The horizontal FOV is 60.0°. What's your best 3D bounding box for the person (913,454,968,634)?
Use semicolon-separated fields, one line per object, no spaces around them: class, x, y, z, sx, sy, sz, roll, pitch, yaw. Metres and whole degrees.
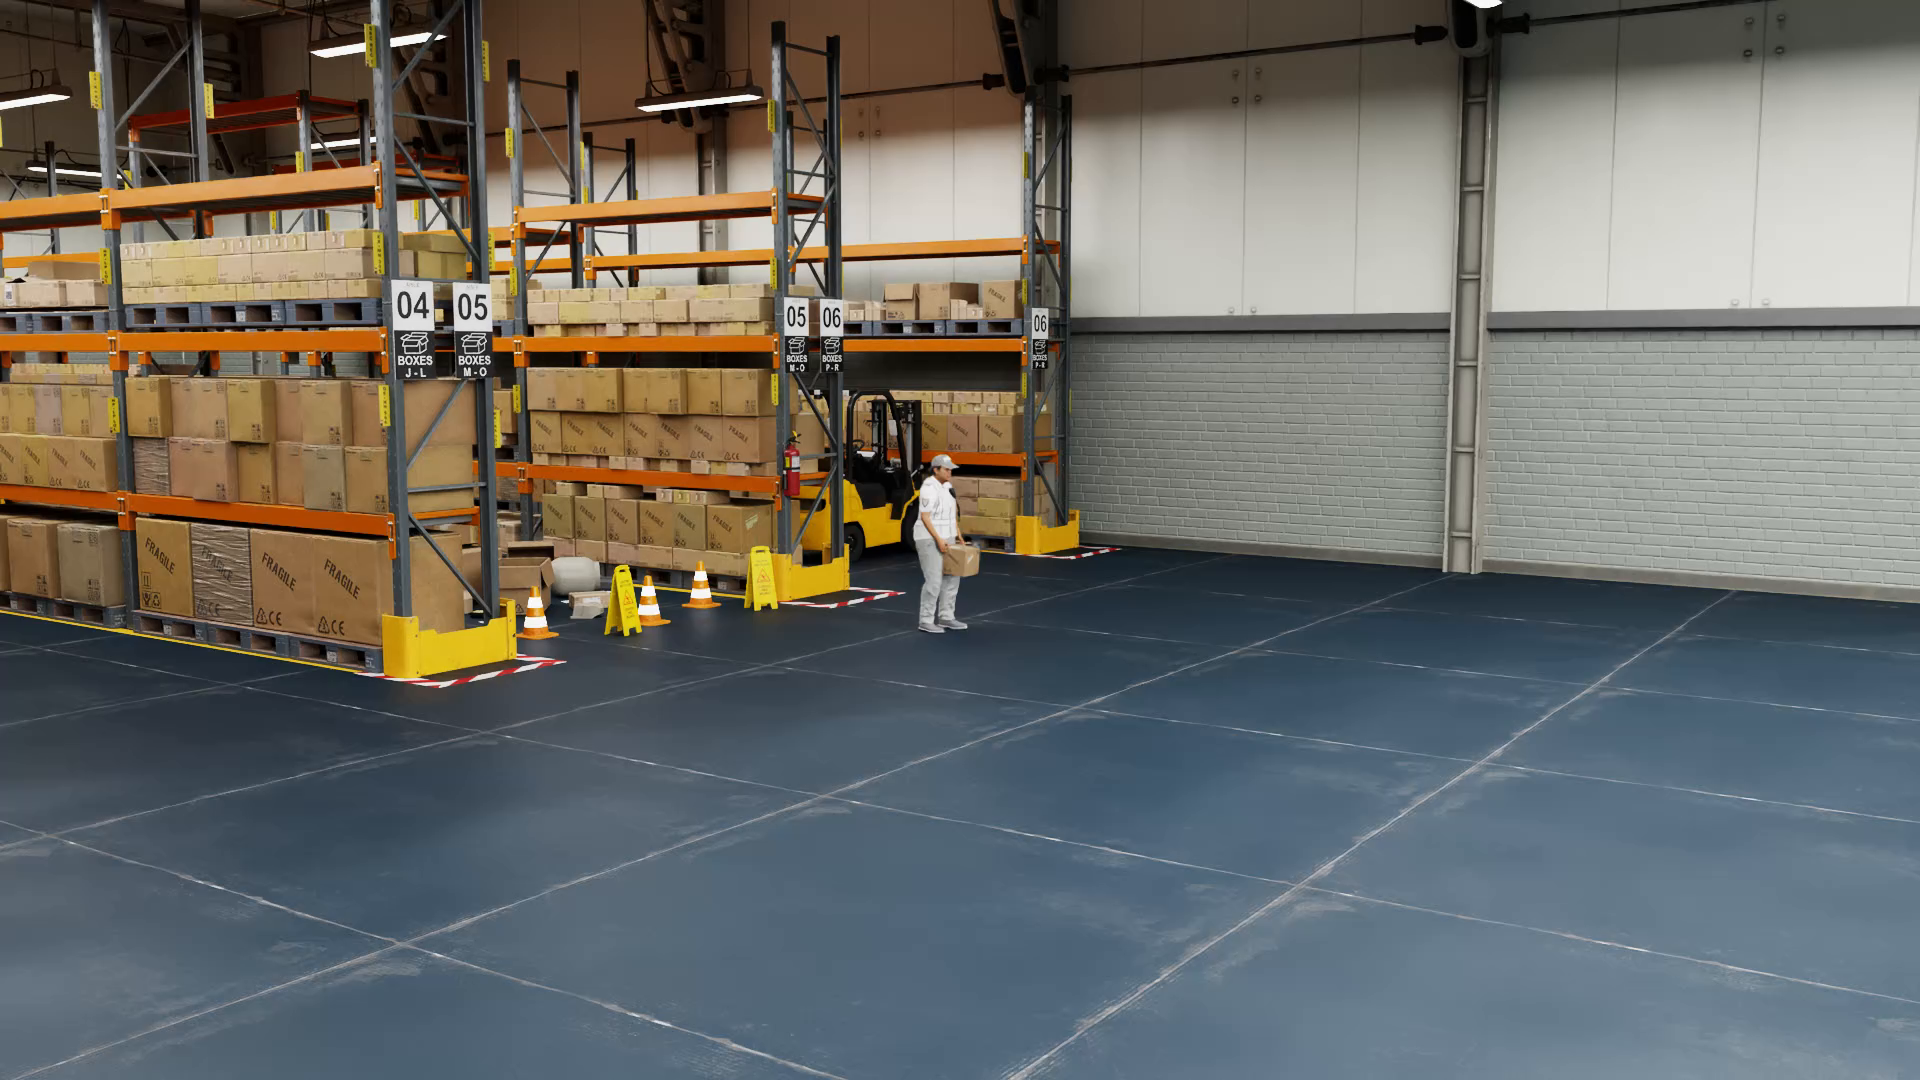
person;-0.192;0.022;15.762;0.451;1.672;0.516;4;8;32
